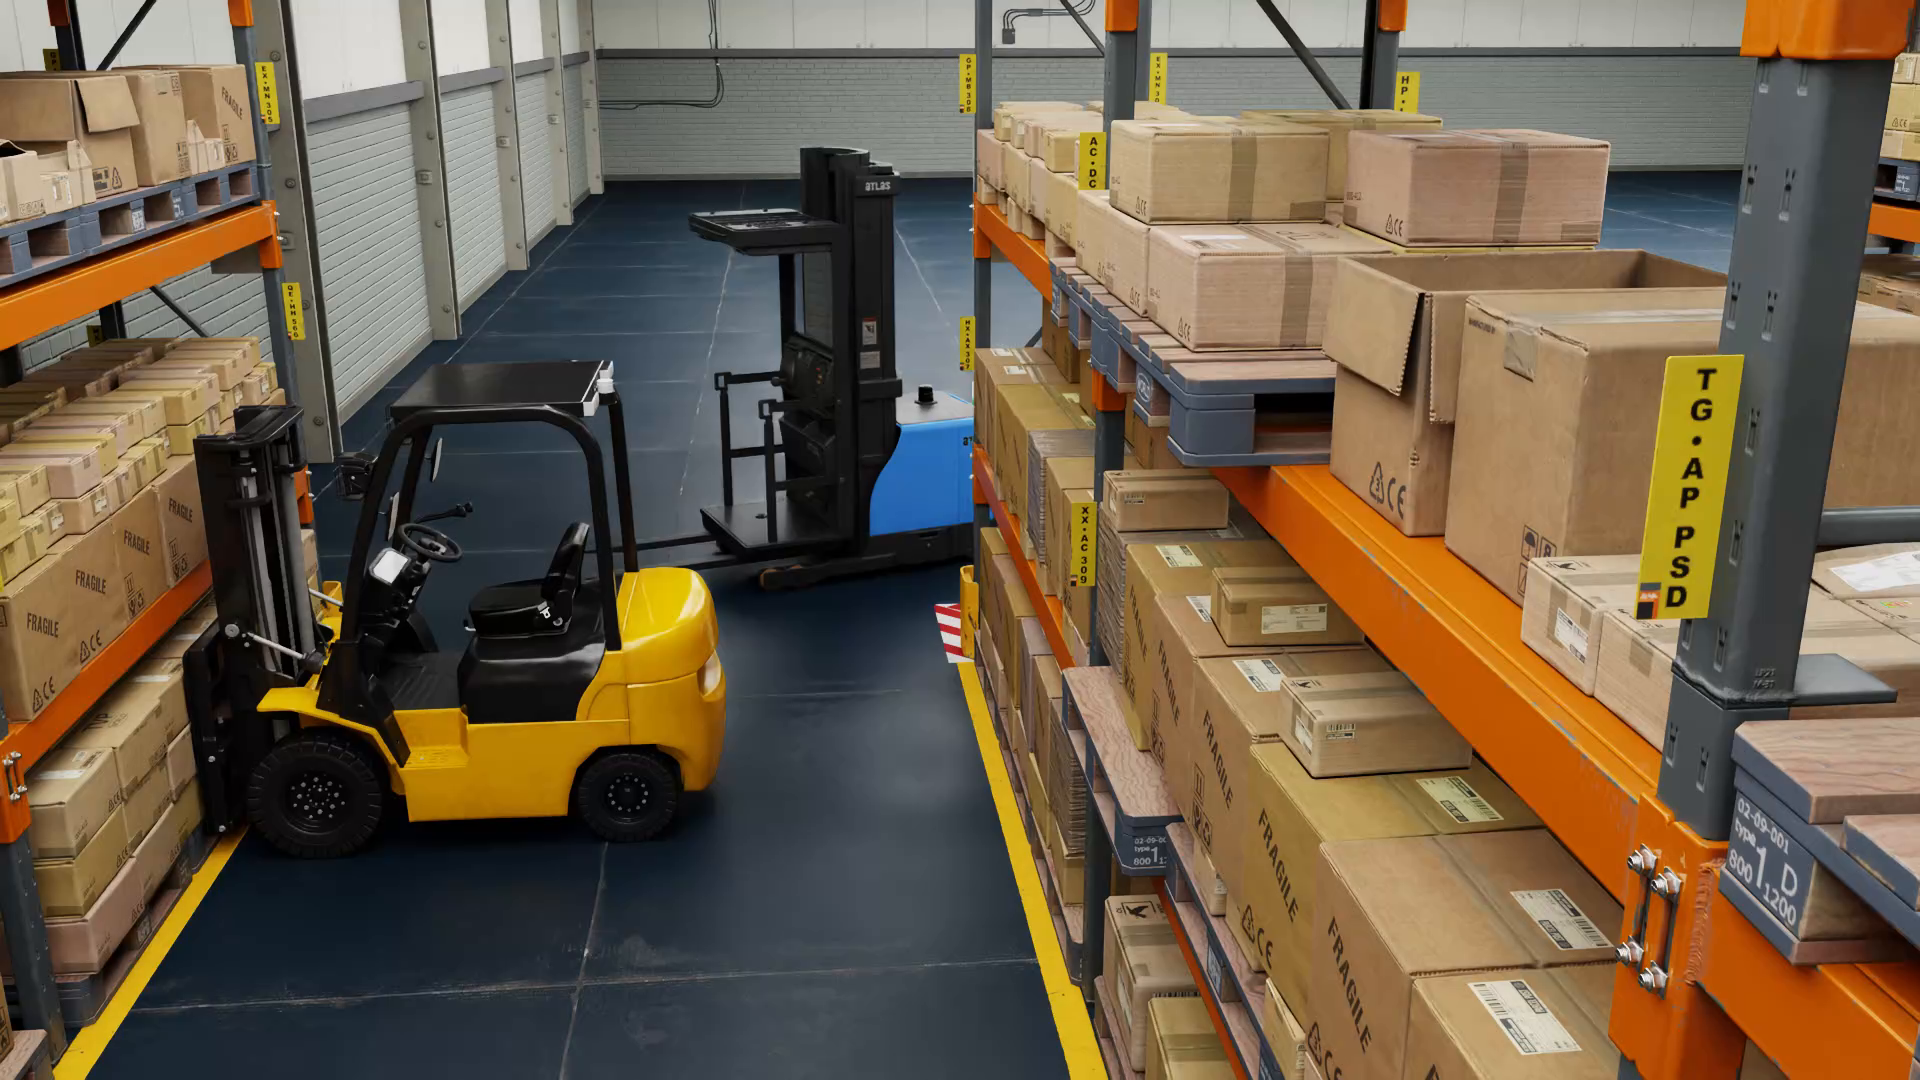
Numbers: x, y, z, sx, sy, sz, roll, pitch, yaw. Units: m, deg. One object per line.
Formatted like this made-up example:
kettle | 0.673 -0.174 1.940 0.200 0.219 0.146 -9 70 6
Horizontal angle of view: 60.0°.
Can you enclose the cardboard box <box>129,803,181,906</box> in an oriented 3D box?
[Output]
cardboard box | -3.725 1.371 7.191 0.500 0.250 0.500 -2 18 -7

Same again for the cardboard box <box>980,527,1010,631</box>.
cardboard box | 0.399 0.228 9.579 0.500 0.500 0.500 -2 18 -7

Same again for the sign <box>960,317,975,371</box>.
sign | 0.048 -1.177 9.975 0.100 0.325 0.005 -2 18 -6

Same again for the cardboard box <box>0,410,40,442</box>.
cardboard box | -4.365 -0.479 7.448 0.380 0.149 0.250 -1 17 -4

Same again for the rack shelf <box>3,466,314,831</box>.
rack shelf | -4.143 0.312 7.876 1.077 0.370 4.000 -2 18 -6

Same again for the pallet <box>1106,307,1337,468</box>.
pallet | 1.068 -0.435 4.360 1.213 0.211 1.003 -2 18 -6

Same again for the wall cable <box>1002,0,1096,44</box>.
wall cable | 2.188 -15.022 39.823 2.305 6.003 0.169 -2 18 -6

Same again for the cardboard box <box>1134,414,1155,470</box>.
cardboard box | 1.140 -0.547 7.078 0.700 0.500 0.500 -2 18 -5

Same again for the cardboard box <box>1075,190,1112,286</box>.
cardboard box | 0.662 -0.963 5.278 0.500 0.250 0.500 -2 18 -7

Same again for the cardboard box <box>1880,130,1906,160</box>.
cardboard box | 5.297 -2.186 9.174 0.380 0.149 0.250 -2 18 -5

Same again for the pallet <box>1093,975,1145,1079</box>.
pallet | 1.082 1.973 6.041 1.003 0.211 1.213 -2 18 -6

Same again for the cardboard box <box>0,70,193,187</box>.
cardboard box | -4.055 -1.921 7.746 0.700 0.500 0.500 -2 18 -5

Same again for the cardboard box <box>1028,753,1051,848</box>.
cardboard box | 0.607 1.196 7.750 0.500 0.250 0.500 -2 18 -7

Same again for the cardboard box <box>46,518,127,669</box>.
cardboard box | -3.793 0.222 6.794 0.500 0.500 0.500 -1 17 -5

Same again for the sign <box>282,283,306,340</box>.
sign | -3.808 -1.305 9.497 0.100 0.325 0.005 -2 18 -6

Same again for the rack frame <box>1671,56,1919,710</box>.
rack frame | 1.413 -1.260 1.667 1.000 3.000 0.127 -2 18 -6

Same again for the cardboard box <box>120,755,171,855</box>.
cardboard box | -3.733 1.134 7.111 0.500 0.250 0.500 -2 18 -6

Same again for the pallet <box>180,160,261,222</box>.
pallet | -4.302 -1.804 8.556 1.003 0.211 1.213 -2 18 -6

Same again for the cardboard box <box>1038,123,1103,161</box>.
cardboard box | 0.550 -1.753 7.335 0.380 0.149 0.250 -2 17 -5

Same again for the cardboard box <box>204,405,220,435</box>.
cardboard box | -3.924 -0.583 8.275 0.380 0.149 0.250 -2 18 -7

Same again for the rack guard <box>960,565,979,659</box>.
rack guard | 0.596 0.434 10.460 1.175 0.500 0.348 -2 18 -6

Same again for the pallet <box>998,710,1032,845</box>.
pallet | 0.767 1.178 8.574 1.003 0.211 1.213 -2 18 -6

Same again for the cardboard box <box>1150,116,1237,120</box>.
cardboard box | 1.108 -1.925 7.883 0.380 0.149 0.250 -1 17 -4

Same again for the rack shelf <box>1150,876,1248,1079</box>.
rack shelf | 1.207 1.350 4.572 1.077 0.370 4.000 -2 18 -6

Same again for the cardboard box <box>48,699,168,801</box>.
cardboard box | -3.717 0.893 7.045 0.500 0.250 0.500 -2 18 -6

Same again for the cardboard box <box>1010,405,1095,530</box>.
cardboard box | 0.532 -0.364 8.165 0.500 0.500 0.500 -2 18 -7

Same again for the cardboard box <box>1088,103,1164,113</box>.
cardboard box | 0.905 -2.303 9.086 0.380 0.149 0.250 -1 17 -5

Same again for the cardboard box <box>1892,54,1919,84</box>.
cardboard box | 5.296 -2.569 9.063 0.380 0.149 0.250 -2 17 -5

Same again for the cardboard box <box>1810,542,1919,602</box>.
cardboard box | 1.523 0.060 2.695 0.396 0.266 0.258 -2 18 -6

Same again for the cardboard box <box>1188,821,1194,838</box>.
cardboard box | 0.874 0.813 4.799 0.380 0.149 0.250 -2 18 -5

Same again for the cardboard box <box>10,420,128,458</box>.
cardboard box | -3.886 -0.420 7.260 0.380 0.149 0.250 -2 18 -6

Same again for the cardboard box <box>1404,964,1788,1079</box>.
cardboard box | 1.090 1.085 2.847 0.500 0.500 0.500 -2 18 -7

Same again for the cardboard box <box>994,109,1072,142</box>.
cardboard box | 0.380 -2.133 8.543 0.380 0.149 0.250 -2 18 -6

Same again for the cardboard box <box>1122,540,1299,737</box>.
cardboard box | 0.816 0.318 5.291 0.500 0.500 0.500 -2 18 -5

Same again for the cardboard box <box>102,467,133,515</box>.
cardboard box | -3.768 -0.203 7.067 0.380 0.149 0.250 -2 18 -6

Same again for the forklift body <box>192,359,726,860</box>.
forklift body | -2.339 0.287 8.173 2.313 2.155 1.214 -2 18 -6

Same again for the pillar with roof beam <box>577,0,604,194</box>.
pillar with roof beam | -3.986 -12.325 36.911 9.100 9.000 0.400 -2 18 -6

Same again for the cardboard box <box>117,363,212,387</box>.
cardboard box | -4.040 -0.800 8.470 0.380 0.149 0.250 -2 18 -5

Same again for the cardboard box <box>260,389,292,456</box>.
cardboard box | -4.037 -0.536 9.210 0.500 0.500 0.500 -2 18 -7

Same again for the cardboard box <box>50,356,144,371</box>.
cardboard box | -4.492 -0.862 8.668 0.380 0.149 0.250 -1 17 -5

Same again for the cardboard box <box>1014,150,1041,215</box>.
cardboard box | 0.528 -1.668 7.728 0.500 0.250 0.500 -1 17 -4

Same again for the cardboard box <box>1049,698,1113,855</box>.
cardboard box | 0.673 0.996 7.133 0.500 0.500 0.500 -2 18 -6

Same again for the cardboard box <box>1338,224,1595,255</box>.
cardboard box | 1.304 -0.677 4.367 0.500 0.250 0.500 -2 17 -5

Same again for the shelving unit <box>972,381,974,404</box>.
shelving unit | 0.307 -0.561 12.457 0.258 1.200 0.503 -8 19 -24

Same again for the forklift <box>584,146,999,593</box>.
forklift | -1.260 -1.212 11.643 3.031 2.935 1.130 -8 19 -24

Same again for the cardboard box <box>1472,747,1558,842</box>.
cardboard box | 1.475 0.758 3.890 0.500 0.500 0.500 -1 17 -5

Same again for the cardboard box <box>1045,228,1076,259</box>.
cardboard box | 0.573 -1.292 7.198 0.380 0.149 0.250 -1 17 -4

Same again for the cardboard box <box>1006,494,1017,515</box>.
cardboard box | 0.444 -0.244 8.867 0.380 0.149 0.250 -1 17 -4

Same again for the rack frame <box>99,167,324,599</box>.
rack frame | -4.349 -0.627 9.666 1.000 3.000 0.127 -2 18 -6

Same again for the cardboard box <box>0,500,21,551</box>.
cardboard box | -3.674 -0.038 6.045 0.380 0.149 0.250 -1 17 -5

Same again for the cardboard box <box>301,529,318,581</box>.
cardboard box | -3.991 0.135 9.459 0.500 0.250 0.500 -1 17 -4

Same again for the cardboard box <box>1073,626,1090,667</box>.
cardboard box | 0.664 0.444 6.674 0.380 0.149 0.250 -2 18 -6
